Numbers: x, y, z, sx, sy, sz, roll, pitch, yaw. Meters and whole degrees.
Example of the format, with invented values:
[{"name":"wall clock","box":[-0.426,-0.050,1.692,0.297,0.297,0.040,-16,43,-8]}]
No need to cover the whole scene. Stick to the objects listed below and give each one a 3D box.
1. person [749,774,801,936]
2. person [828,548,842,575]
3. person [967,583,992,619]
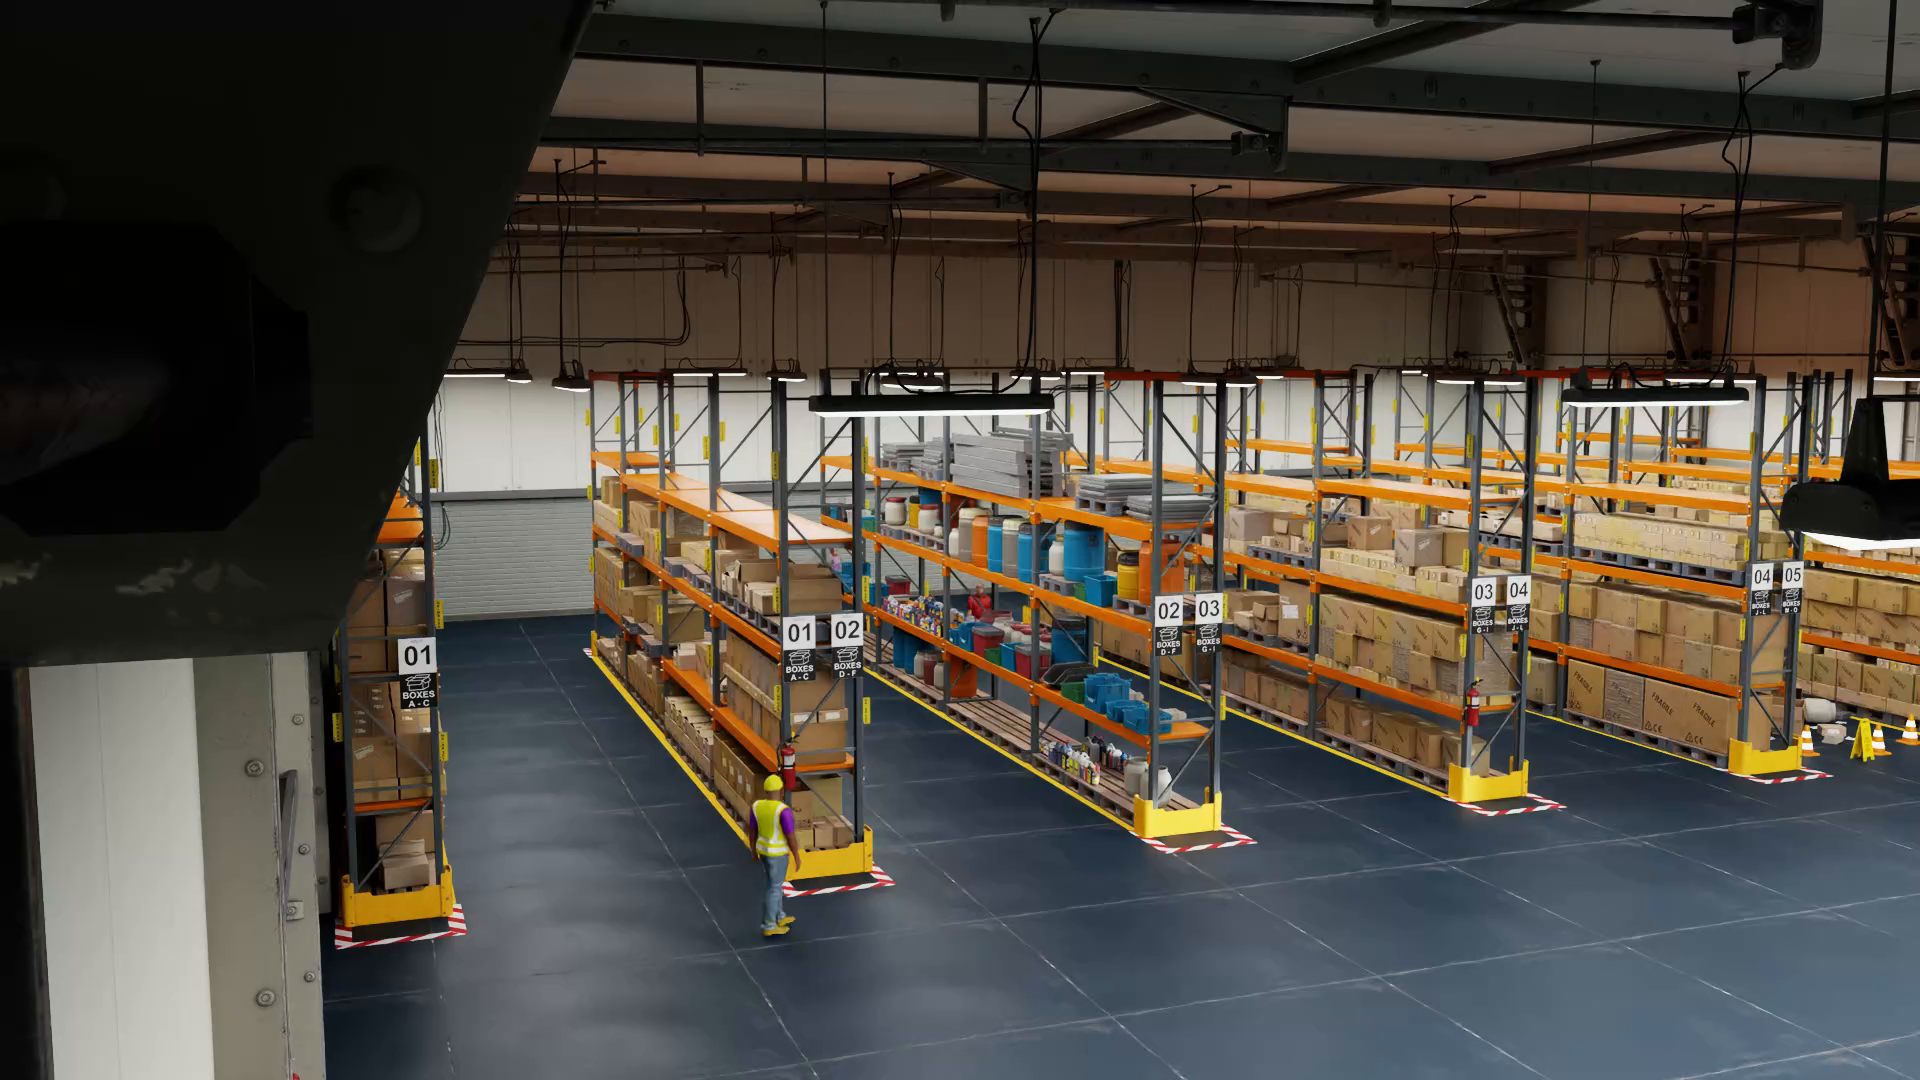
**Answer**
[{"name":"person","box":[-1.970,3.428,18.251,0.575,1.772,0.619,-5,8,-38]},{"name":"person","box":[-3.053,0.961,40.937,0.428,1.577,0.416,-1,6,-6]},{"name":"person","box":[0.435,1.714,33.614,0.600,1.688,0.882,-5,8,-39]}]
